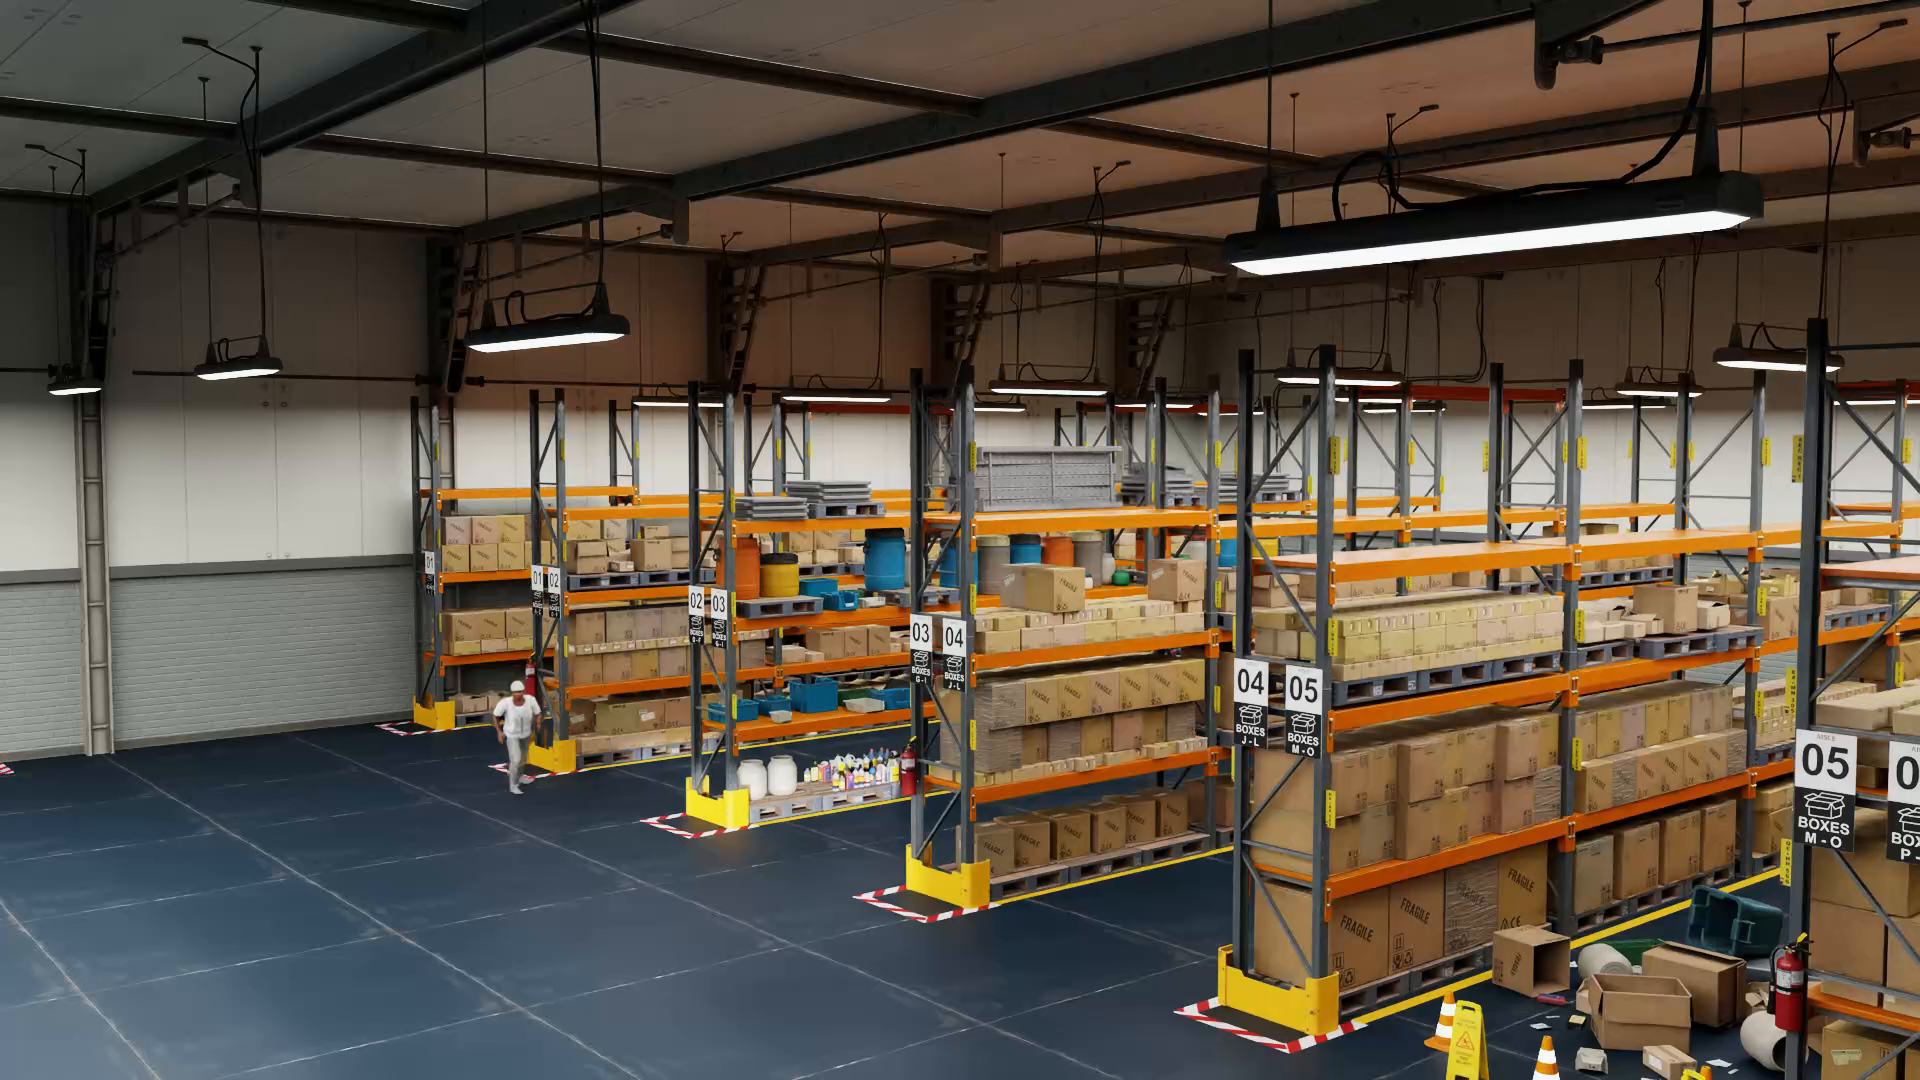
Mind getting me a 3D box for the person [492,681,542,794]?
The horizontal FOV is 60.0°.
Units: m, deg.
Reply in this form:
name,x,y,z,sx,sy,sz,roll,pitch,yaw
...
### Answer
name,x,y,z,sx,sy,sz,roll,pitch,yaw
person,-6.502,2.886,24.555,0.731,1.688,0.897,-3,5,-43
